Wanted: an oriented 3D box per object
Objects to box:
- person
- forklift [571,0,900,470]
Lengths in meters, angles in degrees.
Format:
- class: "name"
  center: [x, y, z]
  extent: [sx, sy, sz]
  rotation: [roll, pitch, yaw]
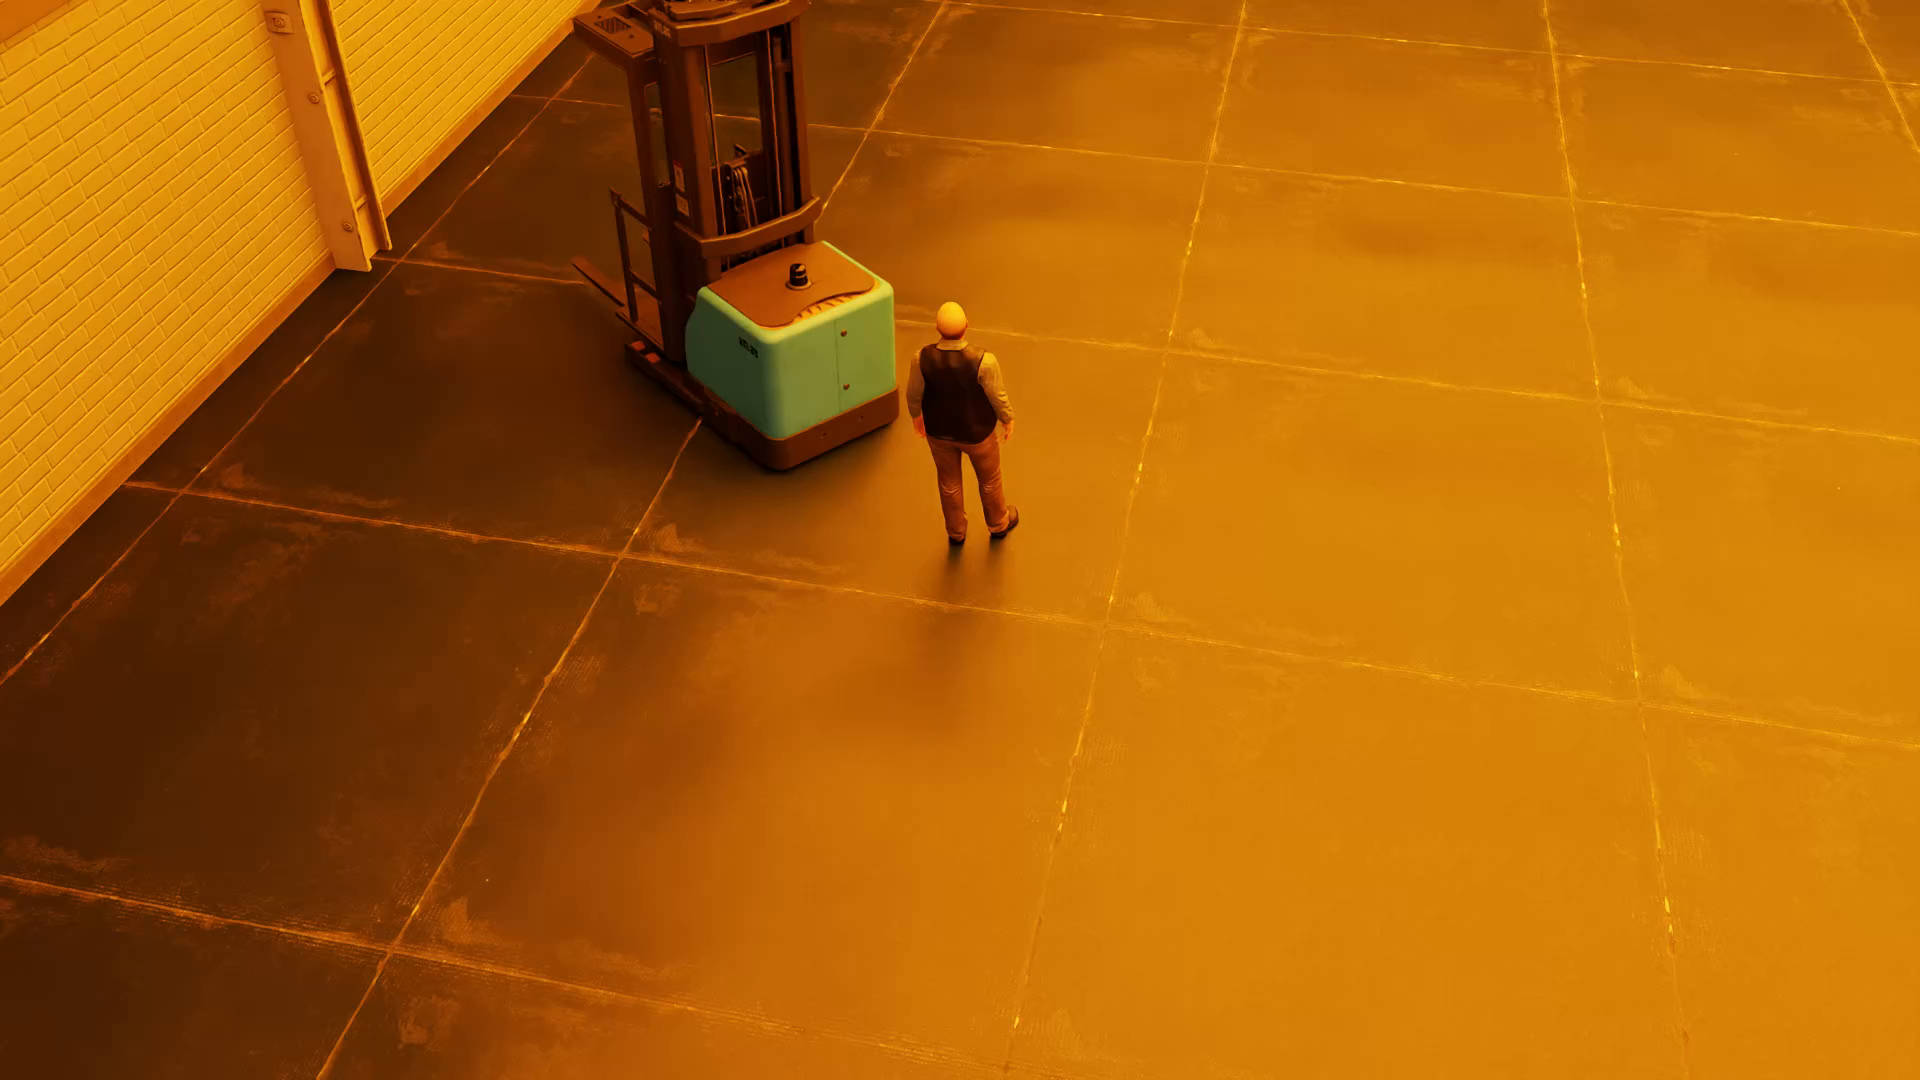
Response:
- class: "person"
  center: [0.021, -0.706, 9.838]
  extent: [0.632, 1.720, 0.568]
  rotation: [8, 40, 9]
- class: "forklift"
  center: [-1.728, -2.461, 11.022]
  extent: [1.130, 2.935, 3.031]
  rotation: [-27, 47, -29]
